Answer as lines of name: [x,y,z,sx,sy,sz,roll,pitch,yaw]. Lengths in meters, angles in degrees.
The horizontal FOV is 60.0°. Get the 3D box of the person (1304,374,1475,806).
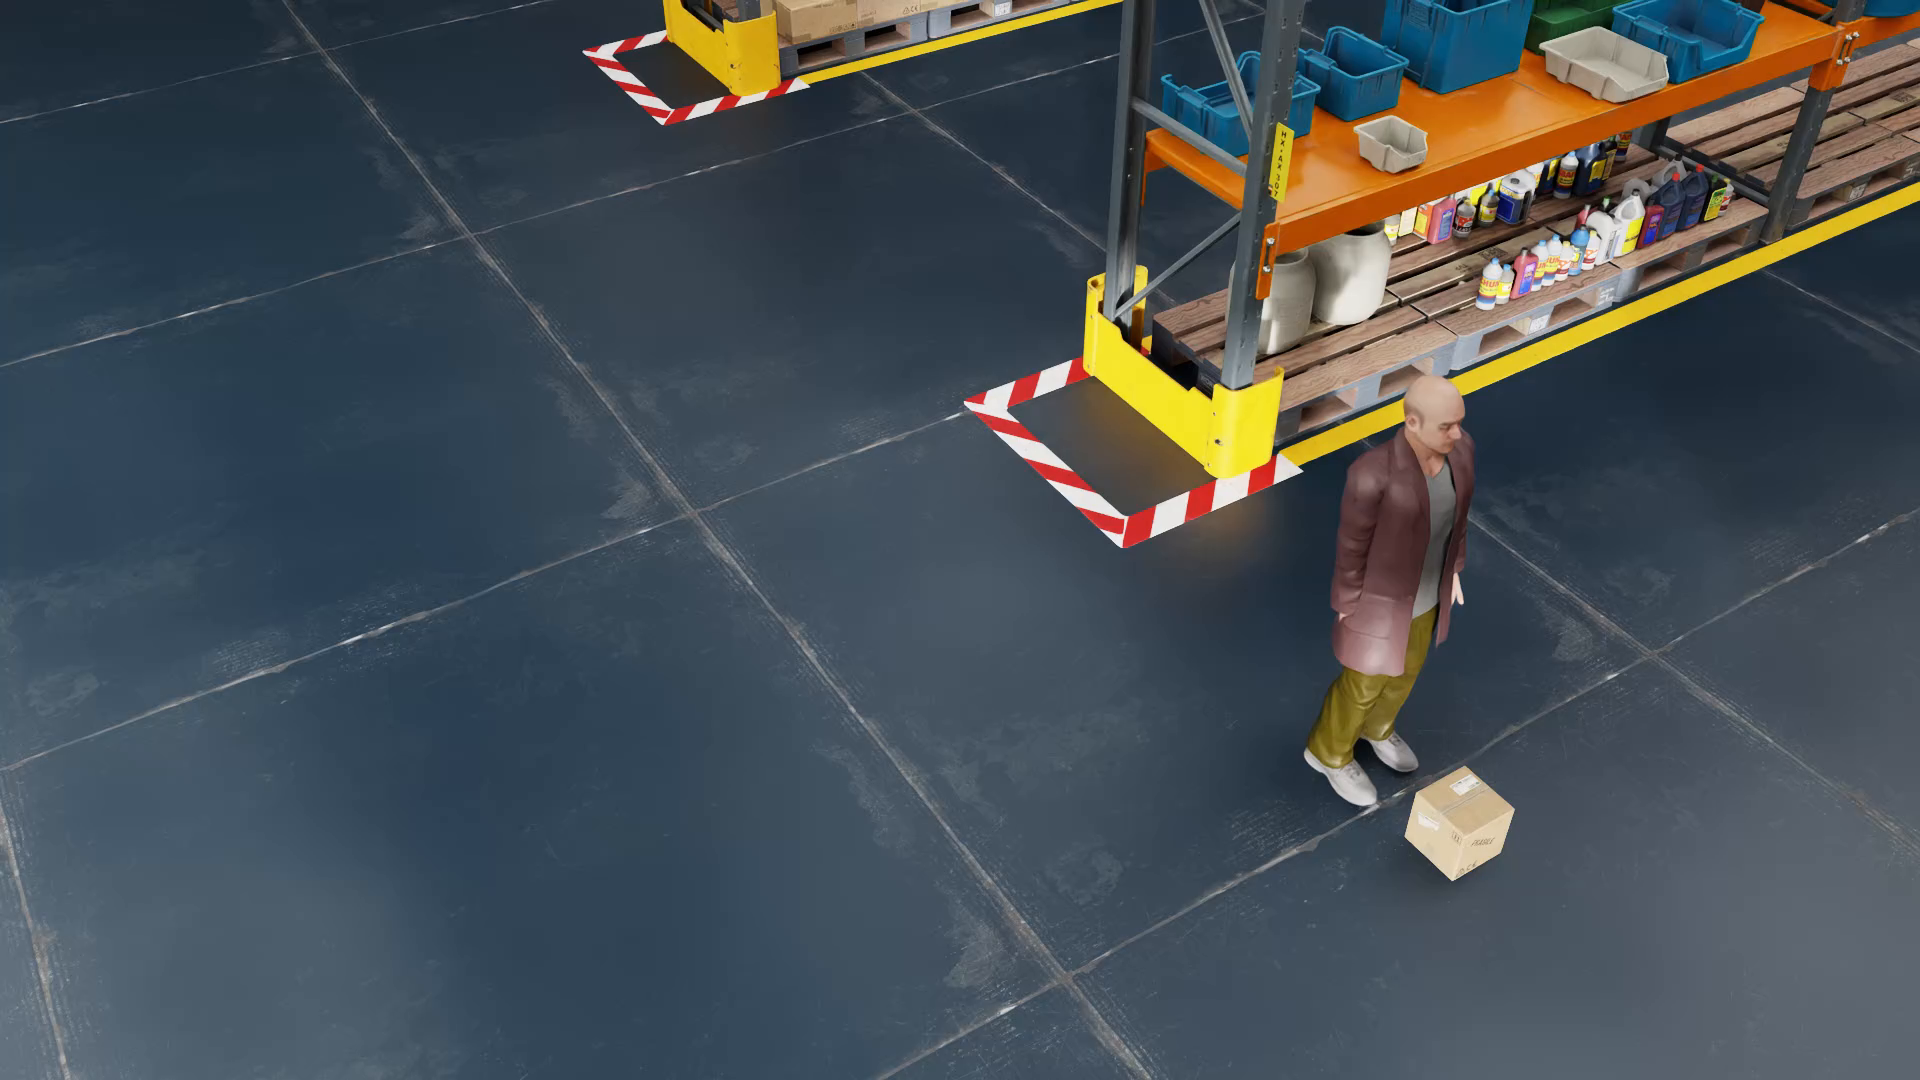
person: [1.586,0.187,5.949,0.564,1.775,0.427,-21,45,-23]
